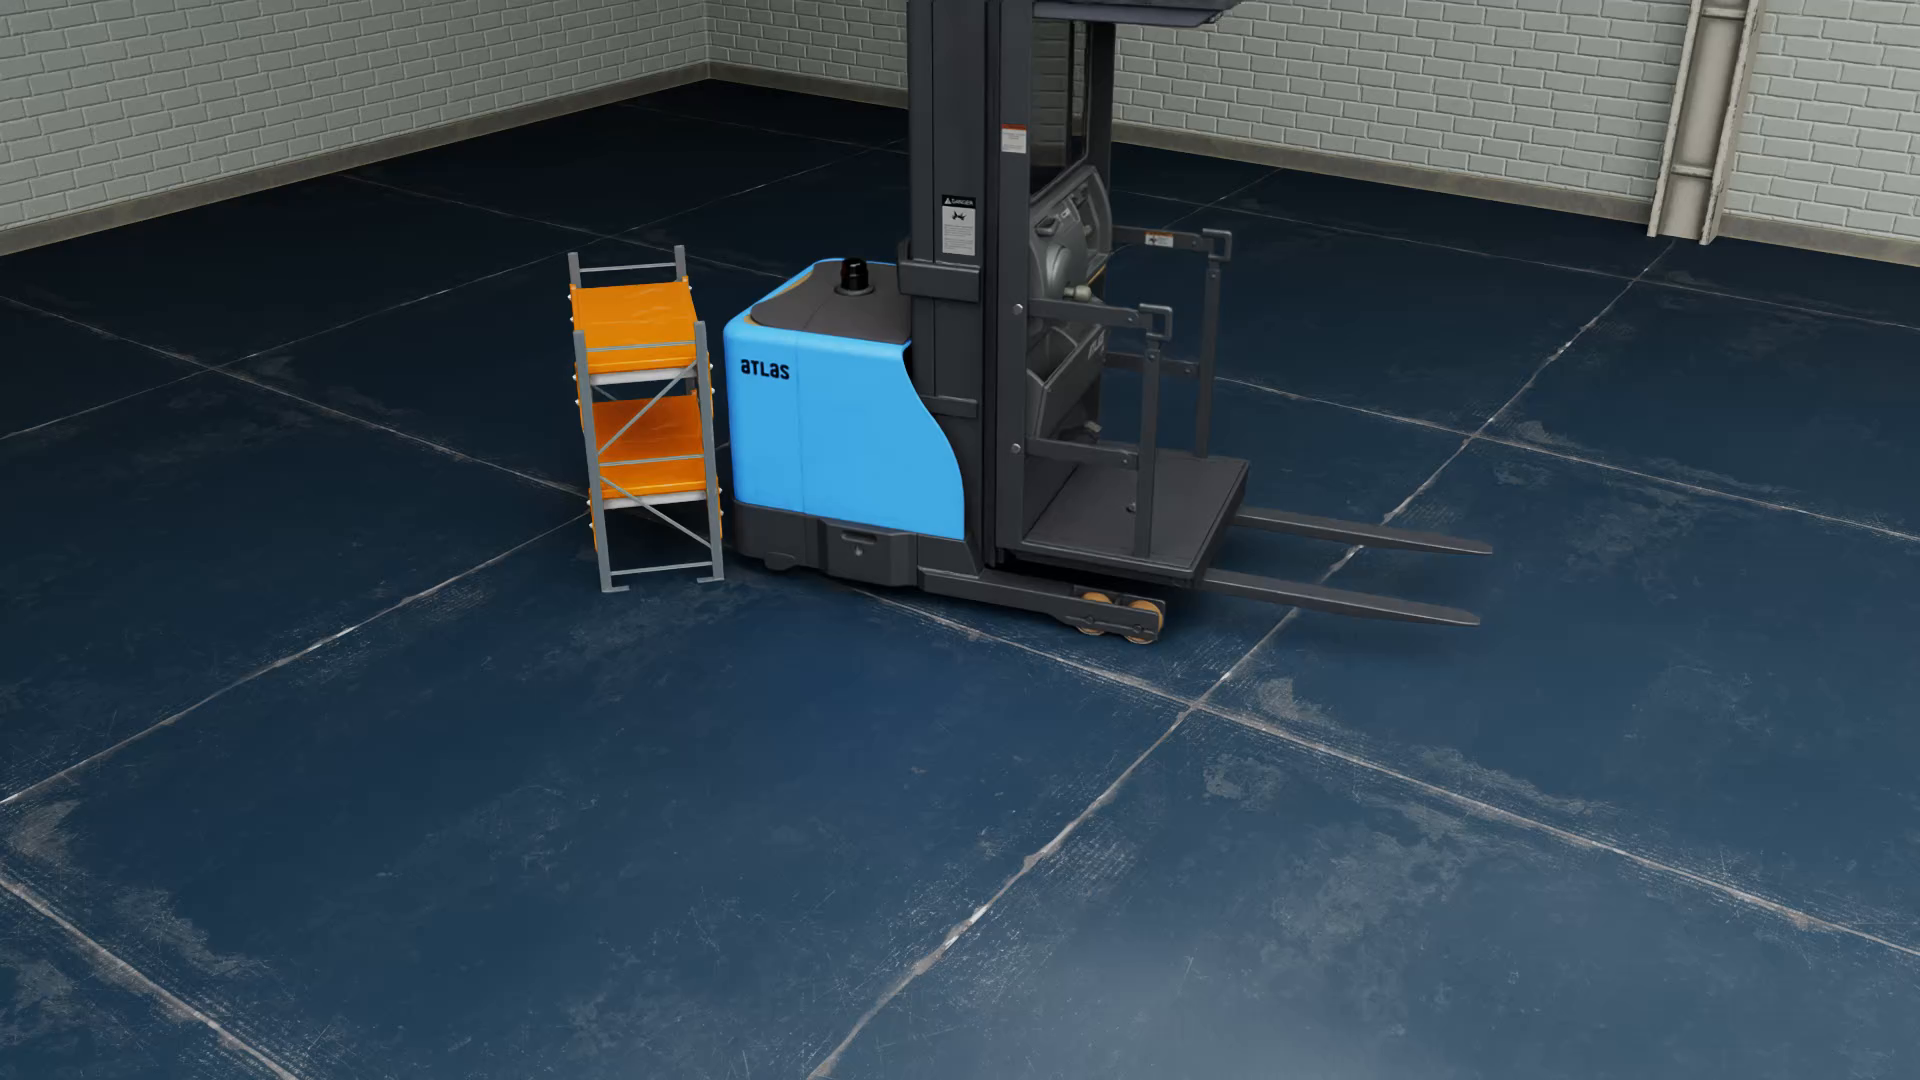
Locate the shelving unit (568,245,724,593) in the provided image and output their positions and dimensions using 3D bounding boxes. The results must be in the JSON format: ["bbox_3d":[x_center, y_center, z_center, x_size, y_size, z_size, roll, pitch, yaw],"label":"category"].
[{"bbox_3d":[-1.343,-0.540,7.071,0.538,1.125,1.048,-6,28,-12],"label":"shelving unit"}]

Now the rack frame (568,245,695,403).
[{"bbox_3d":[-1.457,-0.765,7.513,0.500,1.125,0.032,-6,28,-12],"label":"rack frame"}]

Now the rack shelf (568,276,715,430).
[{"bbox_3d":[-1.343,-0.801,6.938,0.538,0.278,1.000,-6,28,-12],"label":"rack shelf"}]

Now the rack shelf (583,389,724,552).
[{"bbox_3d":[-1.343,-0.322,7.182,0.538,0.278,1.000,-6,28,-12],"label":"rack shelf"}]

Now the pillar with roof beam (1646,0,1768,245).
[{"bbox_3d":[2.487,-4.482,6.135,0.400,9.000,9.100,17,32,30],"label":"pillar with roof beam"}]

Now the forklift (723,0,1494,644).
[{"bbox_3d":[0.615,-1.174,6.326,3.031,2.935,1.130,10,28,18],"label":"forklift"}]

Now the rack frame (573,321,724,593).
[{"bbox_3d":[-1.229,-0.315,6.630,0.500,1.125,0.032,-6,28,-12],"label":"rack frame"}]
